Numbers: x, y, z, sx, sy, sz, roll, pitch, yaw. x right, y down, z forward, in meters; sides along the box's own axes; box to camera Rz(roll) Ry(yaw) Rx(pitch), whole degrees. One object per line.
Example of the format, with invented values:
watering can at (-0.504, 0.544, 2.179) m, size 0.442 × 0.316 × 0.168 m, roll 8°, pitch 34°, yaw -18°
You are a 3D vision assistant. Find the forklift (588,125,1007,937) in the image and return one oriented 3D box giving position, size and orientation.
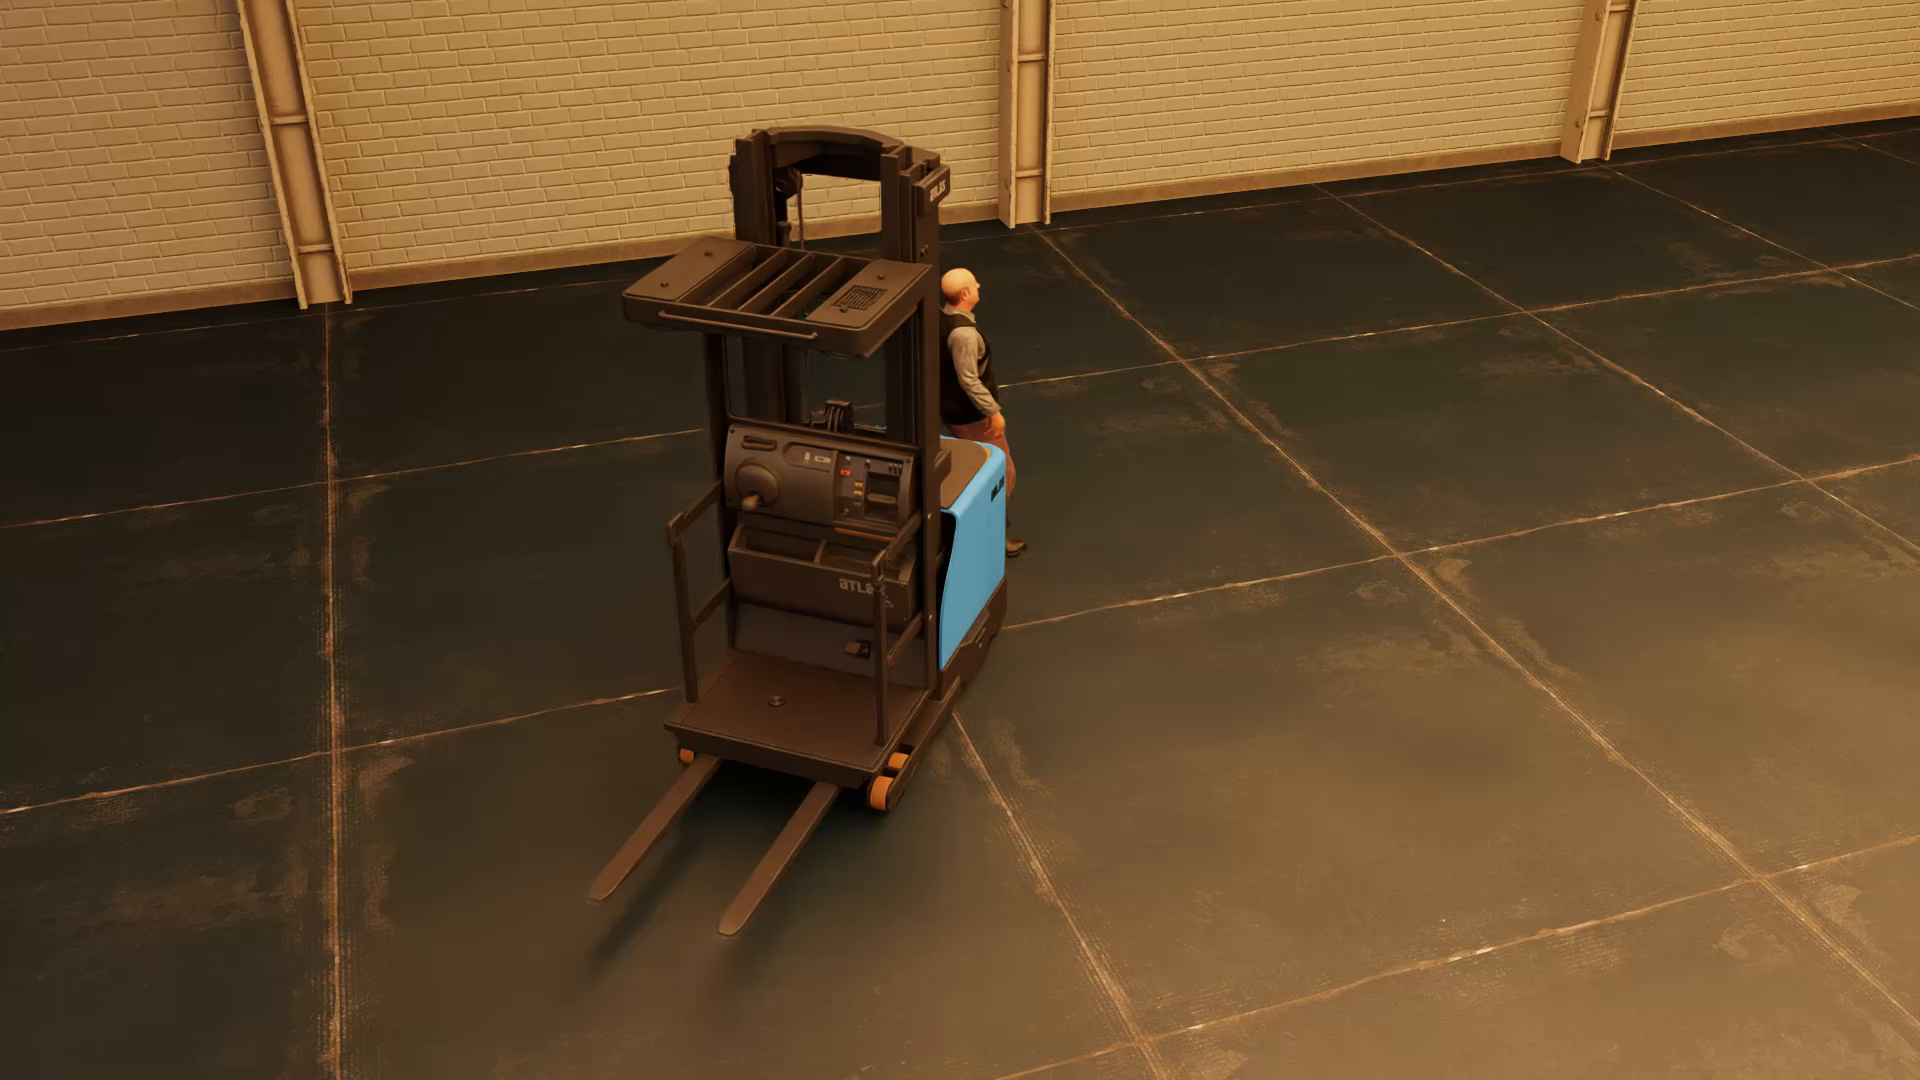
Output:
forklift at (-0.727, -0.230, 7.486) m, size 1.130 × 2.935 × 3.031 m, roll 10°, pitch 32°, yaw 17°

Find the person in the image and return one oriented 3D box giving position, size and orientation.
person at (0.085, -0.750, 9.649) m, size 0.496 × 1.711 × 0.712 m, roll -11°, pitch 32°, yaw -19°
